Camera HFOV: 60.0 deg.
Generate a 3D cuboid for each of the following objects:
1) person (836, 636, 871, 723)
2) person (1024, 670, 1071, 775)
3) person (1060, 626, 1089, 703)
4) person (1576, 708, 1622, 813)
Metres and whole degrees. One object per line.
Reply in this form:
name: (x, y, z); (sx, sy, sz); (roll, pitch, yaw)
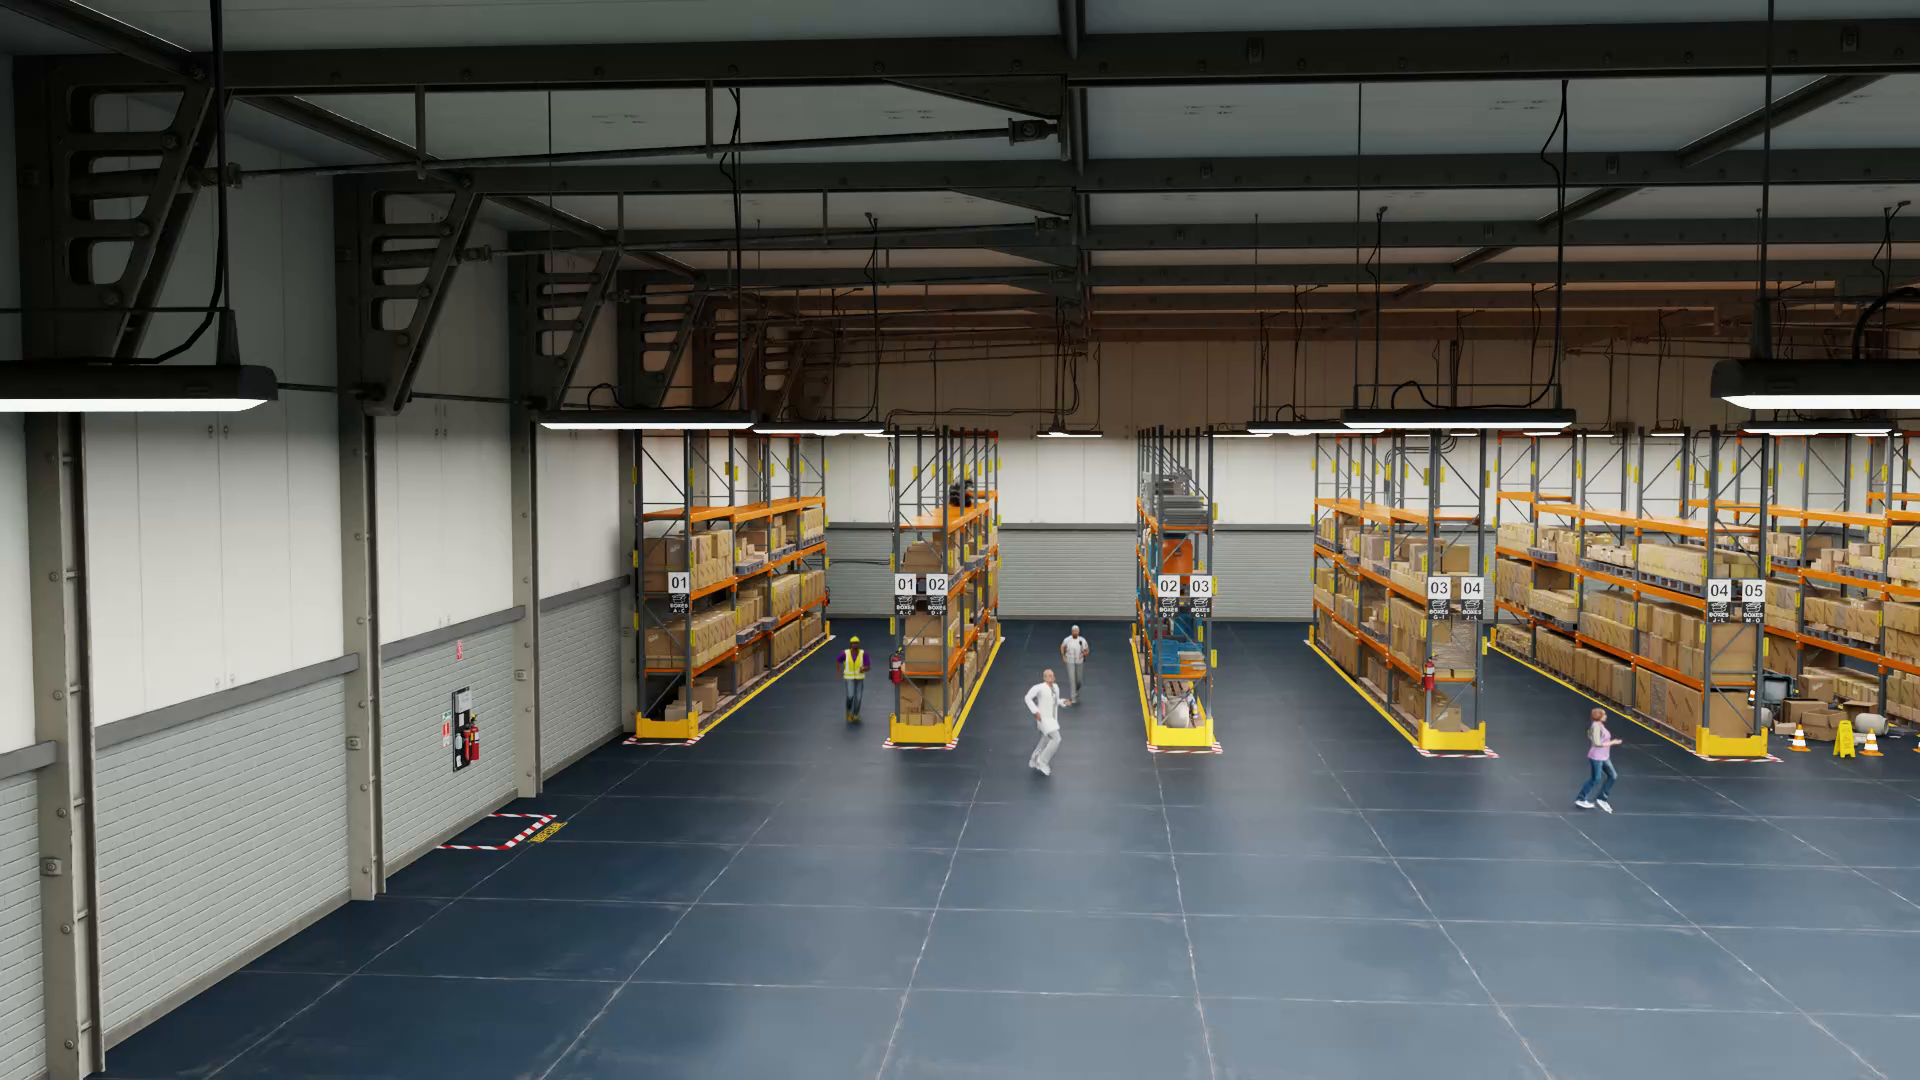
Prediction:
person: (-2.140, 2.821, 33.593); (0.679, 1.743, 0.678); (-1, 3, -11)
person: (1.534, 3.132, 28.628); (0.783, 1.818, 0.670); (2, 4, 35)
person: (2.517, 2.700, 36.491); (0.627, 1.658, 0.808); (0, 3, 0)
person: (9.839, 3.383, 25.577); (0.660, 1.624, 0.514); (2, 4, 35)
